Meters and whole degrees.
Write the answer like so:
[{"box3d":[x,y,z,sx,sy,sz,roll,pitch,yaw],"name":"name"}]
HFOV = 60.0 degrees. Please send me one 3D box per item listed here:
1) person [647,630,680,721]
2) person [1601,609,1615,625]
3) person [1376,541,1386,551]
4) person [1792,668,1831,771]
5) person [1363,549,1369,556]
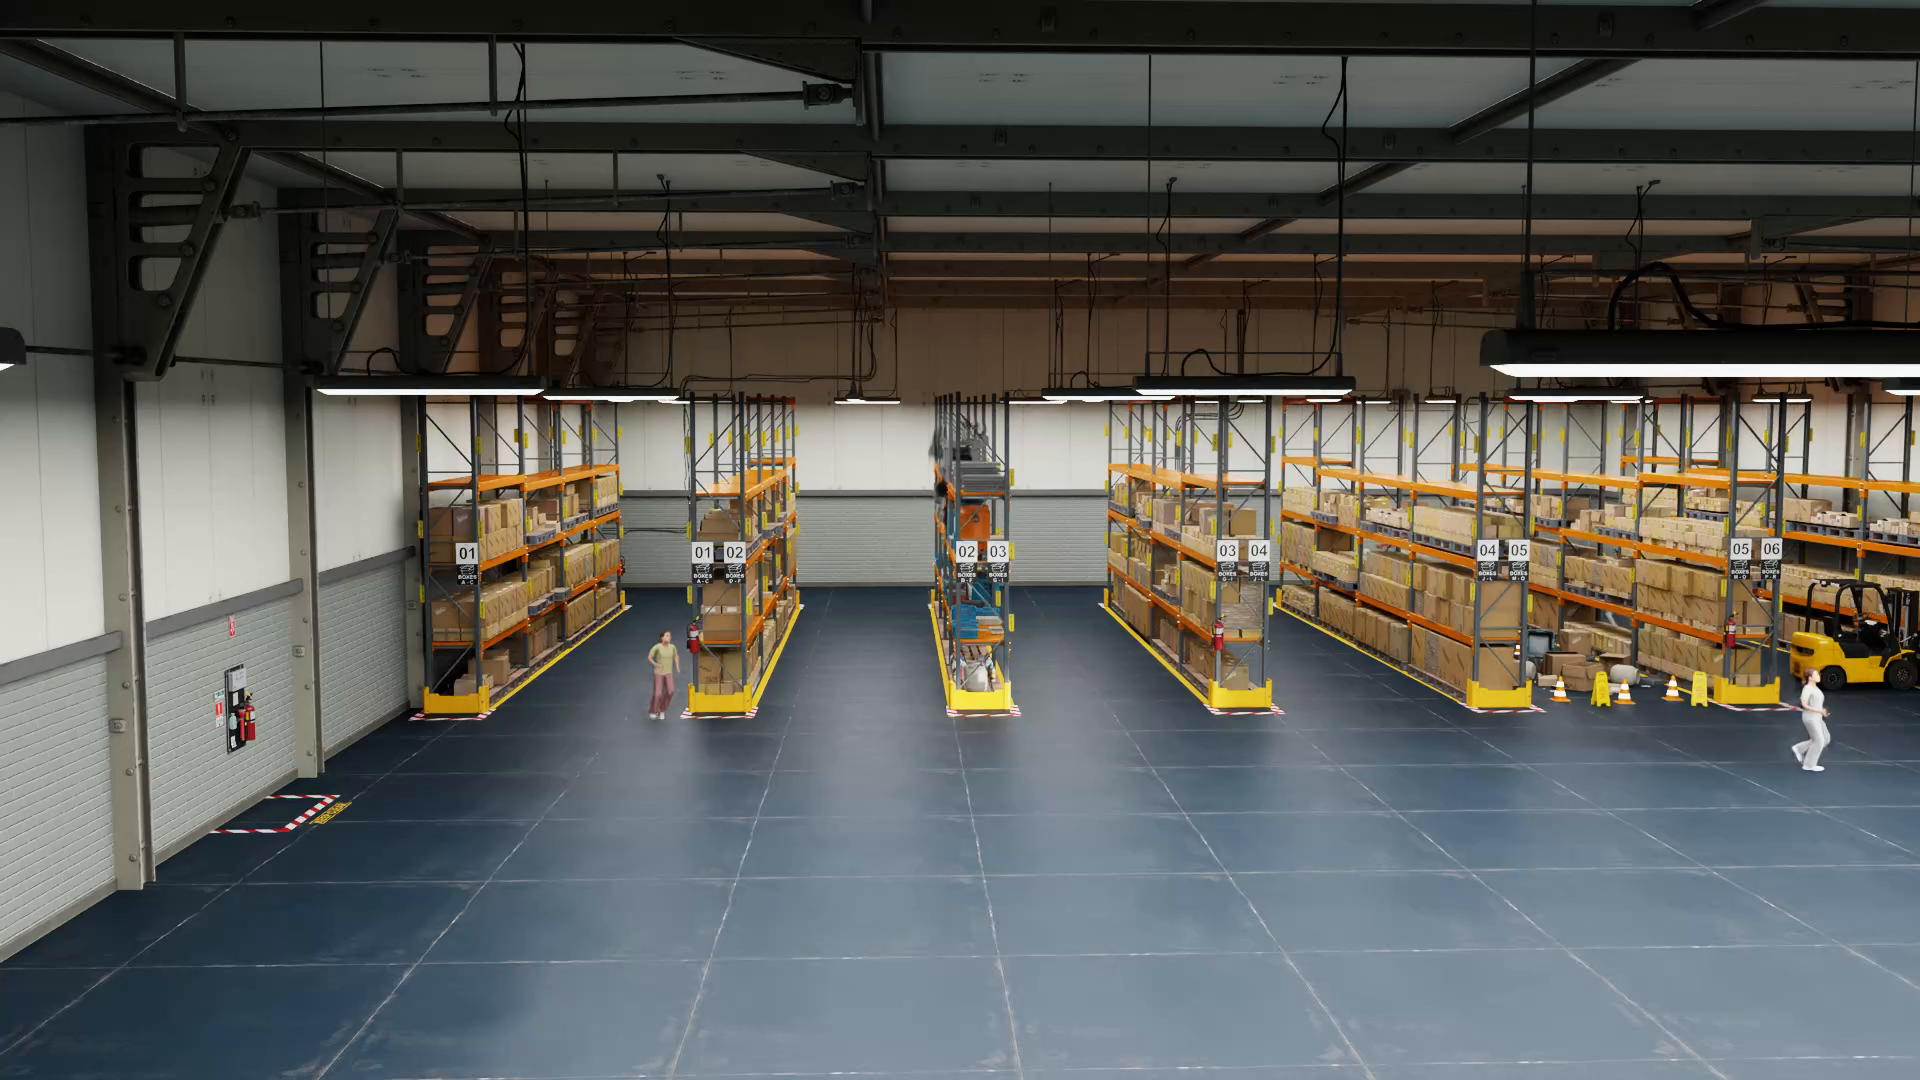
[{"box3d":[-5.398,2.465,30.430,0.645,1.653,0.607,-3,5,-31],"name":"person"},{"box3d":[16.558,1.399,42.542,0.697,1.782,1.035,0,5,-6],"name":"person"},{"box3d":[12.507,0.900,49.219,0.813,1.842,0.644,0,5,5],"name":"person"},{"box3d":[13.403,2.815,26.157,0.585,1.620,0.561,4,6,43],"name":"person"},{"box3d":[11.300,1.128,46.352,0.684,1.772,0.958,0,5,4],"name":"person"}]
